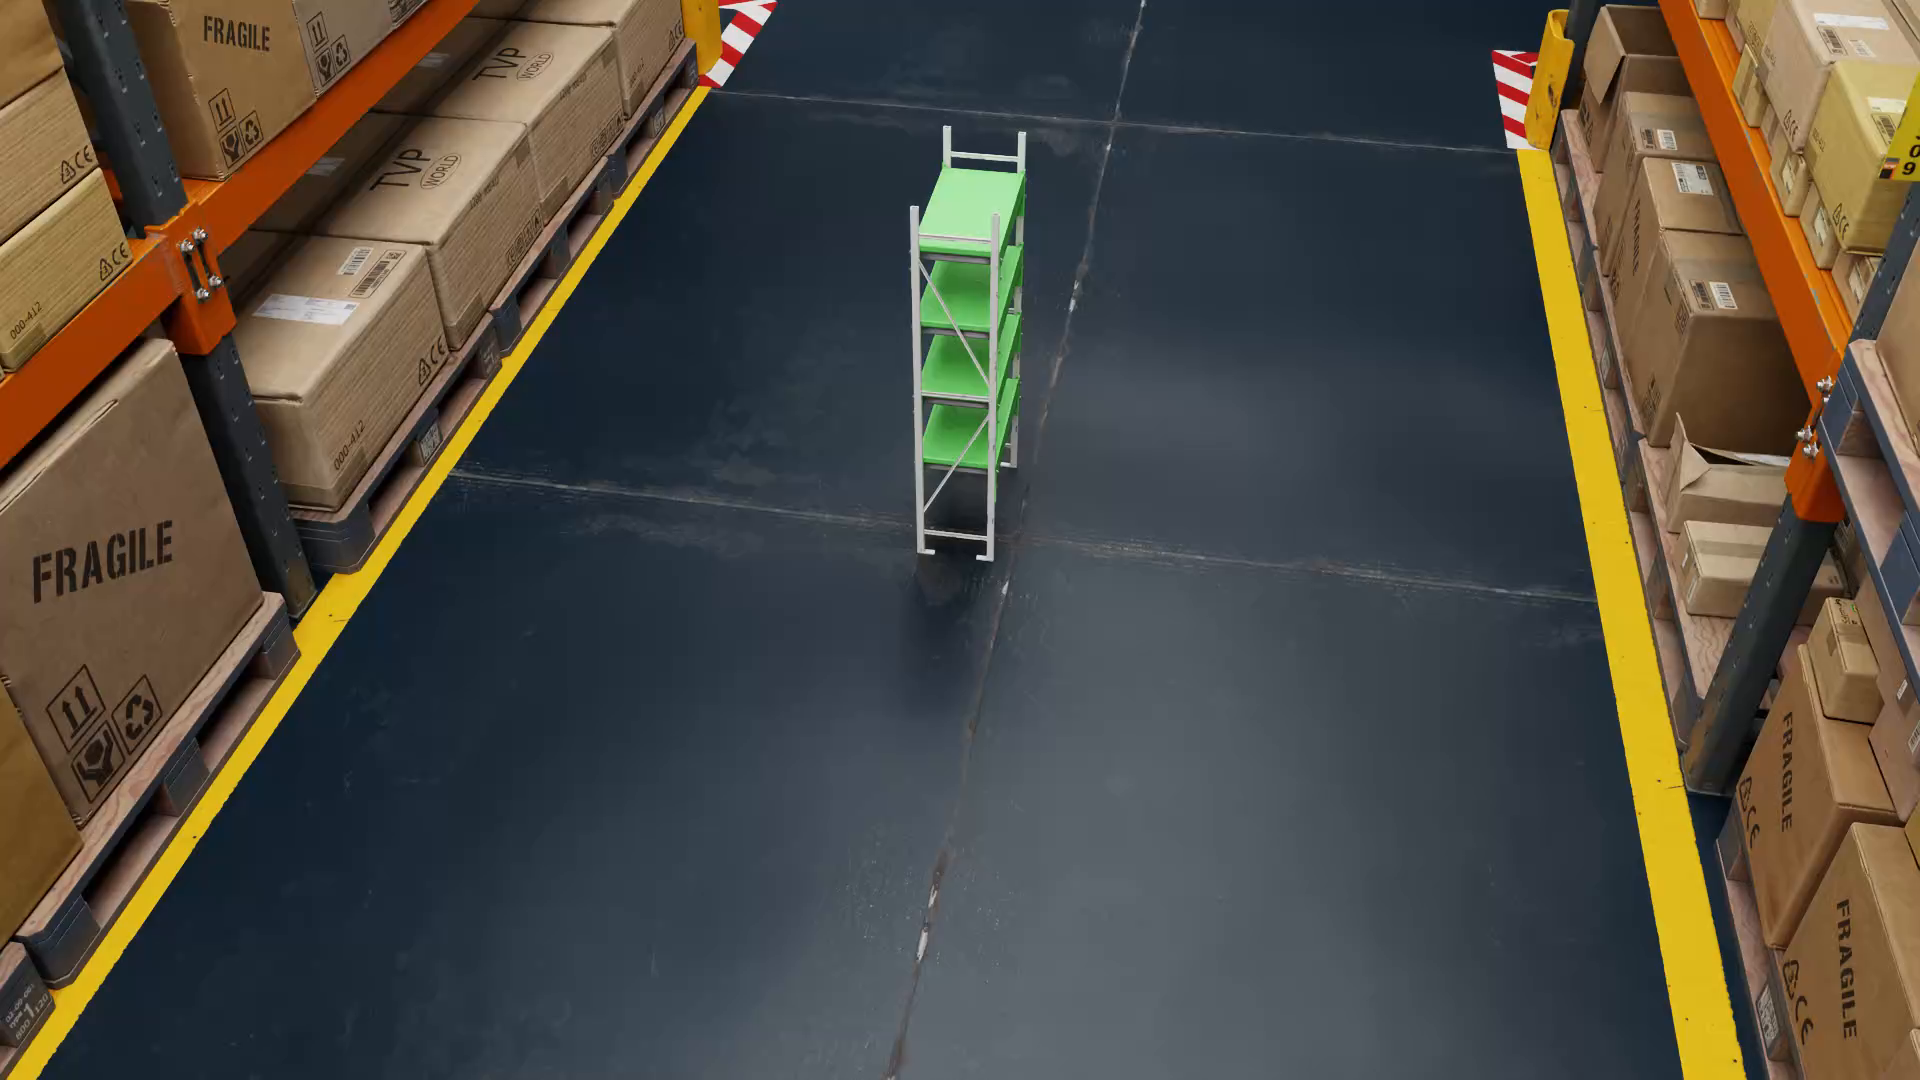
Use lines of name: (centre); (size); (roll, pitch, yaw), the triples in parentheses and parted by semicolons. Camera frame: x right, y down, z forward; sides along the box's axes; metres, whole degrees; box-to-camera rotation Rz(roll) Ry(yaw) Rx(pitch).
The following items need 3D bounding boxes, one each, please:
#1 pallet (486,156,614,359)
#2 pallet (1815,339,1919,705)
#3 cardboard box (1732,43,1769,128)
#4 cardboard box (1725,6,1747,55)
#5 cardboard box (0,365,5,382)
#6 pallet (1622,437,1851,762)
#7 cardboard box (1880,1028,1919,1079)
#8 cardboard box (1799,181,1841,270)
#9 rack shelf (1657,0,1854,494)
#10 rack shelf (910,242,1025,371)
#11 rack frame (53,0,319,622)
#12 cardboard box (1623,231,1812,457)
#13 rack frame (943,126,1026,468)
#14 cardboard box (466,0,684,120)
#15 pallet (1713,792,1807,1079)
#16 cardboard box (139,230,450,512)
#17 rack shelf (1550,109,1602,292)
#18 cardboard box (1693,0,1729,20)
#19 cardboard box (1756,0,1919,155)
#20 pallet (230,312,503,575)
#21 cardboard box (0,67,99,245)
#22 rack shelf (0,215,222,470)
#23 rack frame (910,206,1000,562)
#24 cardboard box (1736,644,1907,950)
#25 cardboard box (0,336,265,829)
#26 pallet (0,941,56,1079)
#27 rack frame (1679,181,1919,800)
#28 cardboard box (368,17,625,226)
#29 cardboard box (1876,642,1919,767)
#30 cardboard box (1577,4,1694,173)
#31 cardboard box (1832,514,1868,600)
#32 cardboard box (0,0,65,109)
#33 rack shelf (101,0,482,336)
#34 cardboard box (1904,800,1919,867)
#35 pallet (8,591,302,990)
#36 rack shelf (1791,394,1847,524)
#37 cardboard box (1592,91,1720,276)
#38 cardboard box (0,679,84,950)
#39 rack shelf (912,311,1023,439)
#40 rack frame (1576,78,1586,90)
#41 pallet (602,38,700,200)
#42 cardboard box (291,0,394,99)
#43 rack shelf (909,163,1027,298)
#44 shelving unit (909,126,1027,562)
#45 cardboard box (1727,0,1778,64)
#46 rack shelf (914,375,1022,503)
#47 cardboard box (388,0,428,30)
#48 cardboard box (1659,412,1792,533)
pallet: (-2.034, -1.169, 6.499); (1.003, 0.211, 1.213); (6, 40, 8)
pallet: (2.192, 0.101, 2.925); (1.003, 0.211, 1.213); (6, 40, 8)
cardboard box: (2.378, -1.250, 4.605); (0.380, 0.149, 0.250); (6, 40, 7)
cardboard box: (2.529, -1.560, 4.980); (0.380, 0.149, 0.250); (6, 40, 8)
cardboard box: (-2.370, -0.321, 3.402); (0.500, 0.250, 0.500); (6, 40, 7)
pallet: (2.558, 0.181, 4.865); (1.003, 0.211, 1.213); (6, 40, 8)
cardboard box: (1.959, 1.266, 2.997); (0.500, 0.500, 0.500); (5, 40, 6)
cardboard box: (2.268, -0.759, 4.012); (0.380, 0.149, 0.250); (7, 40, 9)
rack shelf: (2.784, -1.440, 5.203); (1.077, 0.370, 4.000); (6, 40, 8)
rack shelf: (0.029, -0.702, 4.881); (0.258, 0.148, 0.480); (6, 40, 8)
rack frame: (-2.452, -1.008, 4.115); (1.000, 3.000, 0.127); (6, 40, 8)
cardboard box: (2.565, -0.614, 5.271); (0.700, 0.500, 0.500); (5, 40, 6)
rack frame: (0.071, -0.719, 5.179); (0.240, 1.200, 0.015); (6, 40, 8)
cardboard box: (-1.775, -2.267, 7.319); (0.875, 0.438, 0.875); (5, 40, 6)
pallet: (2.334, 1.127, 3.722); (1.003, 0.211, 1.213); (6, 40, 8)
cardboard box: (-2.237, -0.564, 5.259); (0.875, 0.438, 0.875); (6, 40, 7)
rack shelf: (-12.545, -0.712, 3.915); (30.696, 2.800, 11.642); (6, 40, 8)
cardboard box: (2.506, -1.729, 5.185); (0.380, 0.149, 0.250); (7, 40, 9)
cardboard box: (2.358, -1.182, 4.210); (0.500, 0.250, 0.500); (7, 40, 8)
pallet: (-2.243, -0.401, 5.570); (1.003, 0.211, 1.213); (6, 40, 8)
cardboard box: (-2.288, -0.839, 3.636); (0.500, 0.250, 0.500); (6, 40, 8)
rack shelf: (-2.798, 0.525, 2.826); (1.077, 0.370, 4.000); (6, 40, 8)
rack frame: (-0.014, -0.413, 4.808); (0.240, 1.200, 0.015); (6, 40, 8)
cardboard box: (2.133, 0.618, 3.781); (0.500, 0.500, 0.500); (8, 40, 10)
cardboard box: (-2.480, 0.047, 4.176); (0.875, 0.875, 0.875); (8, 40, 9)
pallet: (-2.720, 1.328, 3.479); (1.003, 0.211, 1.213); (6, 40, 8)
rack frame: (2.438, -0.463, 3.455); (1.000, 3.000, 0.127); (6, 40, 8)
cardboard box: (-1.925, -1.692, 6.623); (0.875, 0.438, 0.875); (7, 40, 9)
cardboard box: (2.116, 0.339, 3.376); (0.380, 0.149, 0.250); (5, 40, 6)
cardboard box: (2.931, -1.799, 6.702); (0.797, 0.503, 0.637); (5, 40, 6)
cardboard box: (2.785, 0.023, 4.648); (0.500, 0.311, 0.500); (8, 40, 9)
cardboard box: (-2.282, -1.123, 3.391); (0.500, 0.500, 0.500); (8, 40, 9)
rack shelf: (-2.105, -1.985, 5.862); (1.077, 0.370, 4.000); (6, 40, 8)
cardboard box: (2.109, 0.629, 3.258); (0.380, 0.149, 0.250); (4, 40, 5)
pallet: (-2.511, 0.560, 4.407); (1.003, 0.211, 1.213); (6, 40, 8)
rack shelf: (2.092, 1.070, 2.166); (1.077, 0.370, 4.000); (6, 40, 8)
cardboard box: (2.745, -1.266, 6.059); (0.700, 0.500, 0.500); (8, 40, 9)
cardboard box: (-2.629, 0.615, 3.490); (0.875, 0.875, 0.875); (7, 40, 9)
rack shelf: (0.029, -0.517, 5.034); (0.258, 0.148, 0.480); (6, 40, 8)
rack frame: (3.127, -2.973, 6.492); (0.949, 2.616, 0.053); (6, 40, 8)
pallet: (-1.821, -1.933, 7.422); (1.003, 0.211, 1.213); (6, 40, 8)
cardboard box: (-2.021, -1.627, 4.785); (0.500, 0.500, 0.500); (7, 40, 8)
rack shelf: (0.029, -0.887, 4.728); (0.258, 0.148, 0.480); (6, 40, 8)
shelving unit: (0.029, -0.566, 4.993); (0.258, 1.200, 0.503); (6, 40, 8)
cardboard box: (2.457, -1.493, 4.587); (0.500, 0.250, 0.500); (6, 40, 7)
rack shelf: (0.029, -0.332, 5.187); (0.258, 0.148, 0.480); (6, 40, 8)
cardboard box: (-1.929, -1.938, 5.162); (0.500, 0.500, 0.500); (7, 40, 8)
cardboard box: (2.307, -0.177, 4.926); (0.396, 0.266, 0.258); (8, 40, 9)
